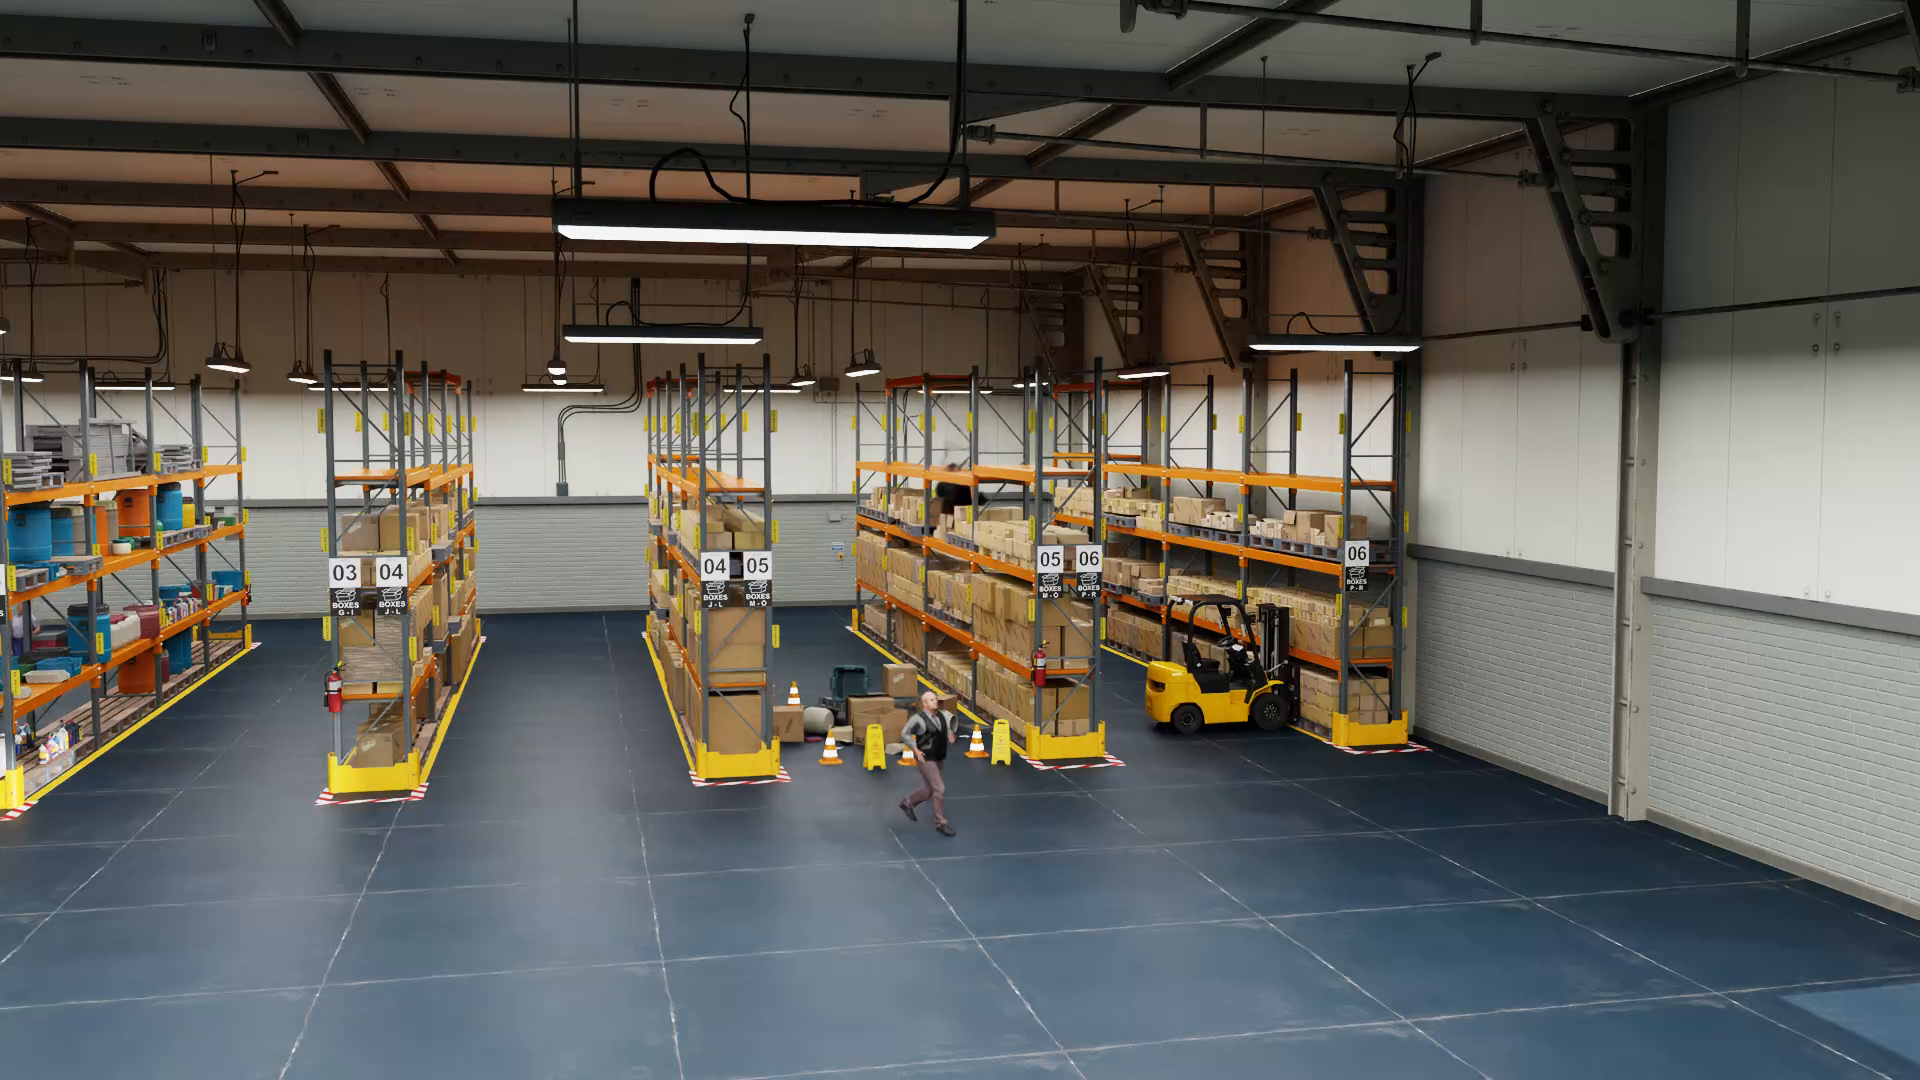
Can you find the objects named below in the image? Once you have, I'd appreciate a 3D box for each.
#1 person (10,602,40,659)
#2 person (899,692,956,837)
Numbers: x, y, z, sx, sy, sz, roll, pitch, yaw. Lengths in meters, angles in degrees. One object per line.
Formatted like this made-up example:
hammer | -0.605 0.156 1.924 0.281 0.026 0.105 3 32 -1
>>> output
person | -17.951 1.989 31.840 0.611 1.598 0.664 -2 4 -23
person | -0.381 2.721 20.460 0.890 1.735 0.648 3 5 37
